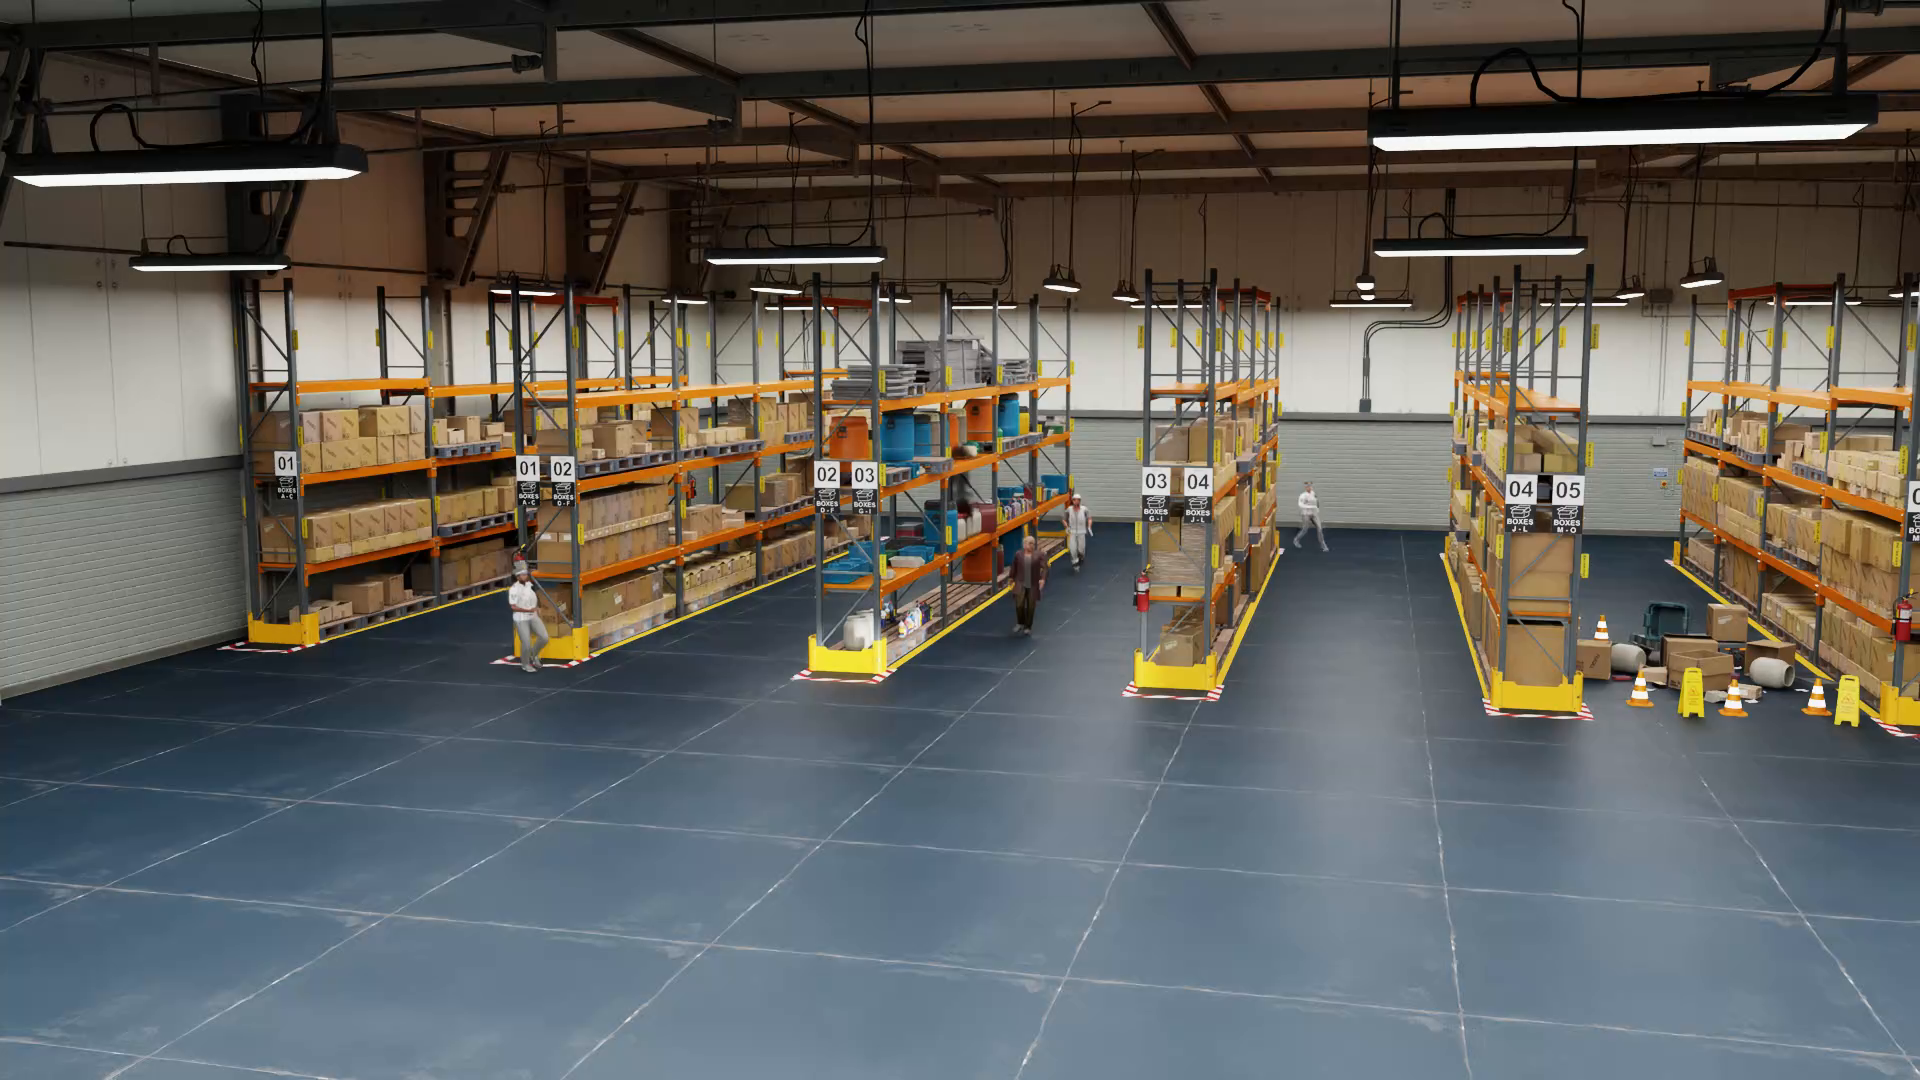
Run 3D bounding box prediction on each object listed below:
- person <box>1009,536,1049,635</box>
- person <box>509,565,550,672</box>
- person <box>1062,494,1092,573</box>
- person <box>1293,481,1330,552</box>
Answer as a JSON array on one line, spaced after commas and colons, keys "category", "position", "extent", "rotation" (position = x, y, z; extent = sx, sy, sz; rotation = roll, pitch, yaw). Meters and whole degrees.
[{"category": "person", "position": [1.154, 0.780, 28.002], "extent": [0.704, 1.722, 0.825], "rotation": [1, 7, 4]}, {"category": "person", "position": [-6.518, 1.186, 25.053], "extent": [0.546, 1.649, 0.569], "rotation": [6, 9, 40]}, {"category": "person", "position": [2.525, -0.142, 35.810], "extent": [0.653, 1.727, 0.631], "rotation": [1, 7, 6]}, {"category": "person", "position": [8.324, -0.576, 39.655], "extent": [0.633, 1.680, 0.939], "rotation": [-4, 8, -29]}]
